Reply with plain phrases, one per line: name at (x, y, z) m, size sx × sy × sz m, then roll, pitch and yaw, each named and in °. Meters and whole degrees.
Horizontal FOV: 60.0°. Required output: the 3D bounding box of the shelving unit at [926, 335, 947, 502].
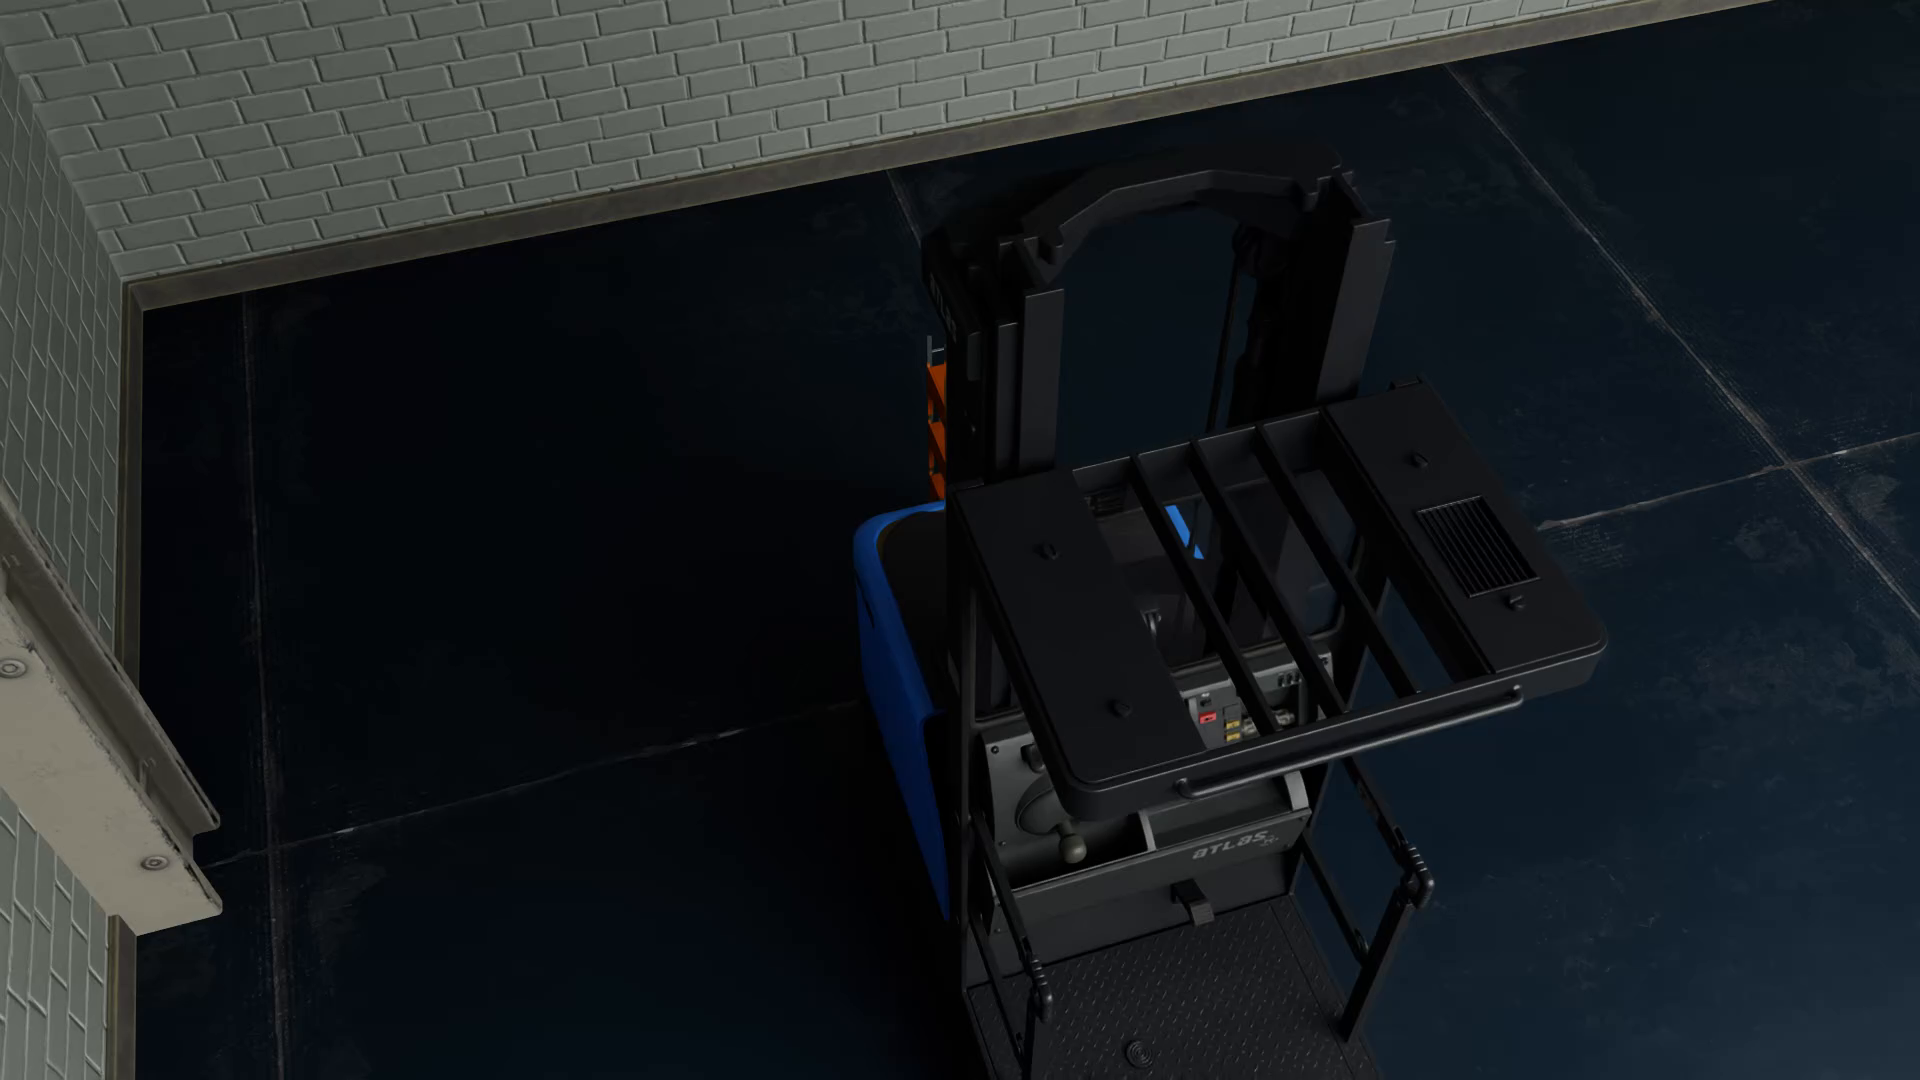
shelving unit at (0.016, -0.299, 6.105) m, size 0.215 × 1.050 × 0.252 m, roll -13°, pitch 51°, yaw -11°

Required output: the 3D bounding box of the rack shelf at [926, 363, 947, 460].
rack shelf at (0.016, -0.475, 5.896) m, size 0.215 × 0.259 × 0.240 m, roll -13°, pitch 51°, yaw -11°

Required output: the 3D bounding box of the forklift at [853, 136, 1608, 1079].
forklift at (0.579, 0.650, 4.075) m, size 1.130 × 2.935 × 3.031 m, roll -14°, pitch 51°, yaw -11°

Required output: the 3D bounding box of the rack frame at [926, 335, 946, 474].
rack frame at (-0.020, -0.388, 6.180) m, size 0.200 × 1.050 × 0.008 m, roll -13°, pitch 51°, yaw -11°

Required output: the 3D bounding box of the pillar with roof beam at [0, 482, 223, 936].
pillar with roof beam at (1.467, -2.749, 2.971) m, size 9.100 × 9.000 × 0.400 m, roll -13°, pitch 51°, yaw -11°

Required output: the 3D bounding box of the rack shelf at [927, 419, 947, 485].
rack shelf at (0.016, -0.292, 6.113) m, size 0.215 × 0.259 × 0.240 m, roll -13°, pitch 51°, yaw -11°

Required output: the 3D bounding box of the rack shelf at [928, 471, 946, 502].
rack shelf at (0.016, -0.113, 6.326) m, size 0.215 × 0.259 × 0.240 m, roll -13°, pitch 51°, yaw -11°
